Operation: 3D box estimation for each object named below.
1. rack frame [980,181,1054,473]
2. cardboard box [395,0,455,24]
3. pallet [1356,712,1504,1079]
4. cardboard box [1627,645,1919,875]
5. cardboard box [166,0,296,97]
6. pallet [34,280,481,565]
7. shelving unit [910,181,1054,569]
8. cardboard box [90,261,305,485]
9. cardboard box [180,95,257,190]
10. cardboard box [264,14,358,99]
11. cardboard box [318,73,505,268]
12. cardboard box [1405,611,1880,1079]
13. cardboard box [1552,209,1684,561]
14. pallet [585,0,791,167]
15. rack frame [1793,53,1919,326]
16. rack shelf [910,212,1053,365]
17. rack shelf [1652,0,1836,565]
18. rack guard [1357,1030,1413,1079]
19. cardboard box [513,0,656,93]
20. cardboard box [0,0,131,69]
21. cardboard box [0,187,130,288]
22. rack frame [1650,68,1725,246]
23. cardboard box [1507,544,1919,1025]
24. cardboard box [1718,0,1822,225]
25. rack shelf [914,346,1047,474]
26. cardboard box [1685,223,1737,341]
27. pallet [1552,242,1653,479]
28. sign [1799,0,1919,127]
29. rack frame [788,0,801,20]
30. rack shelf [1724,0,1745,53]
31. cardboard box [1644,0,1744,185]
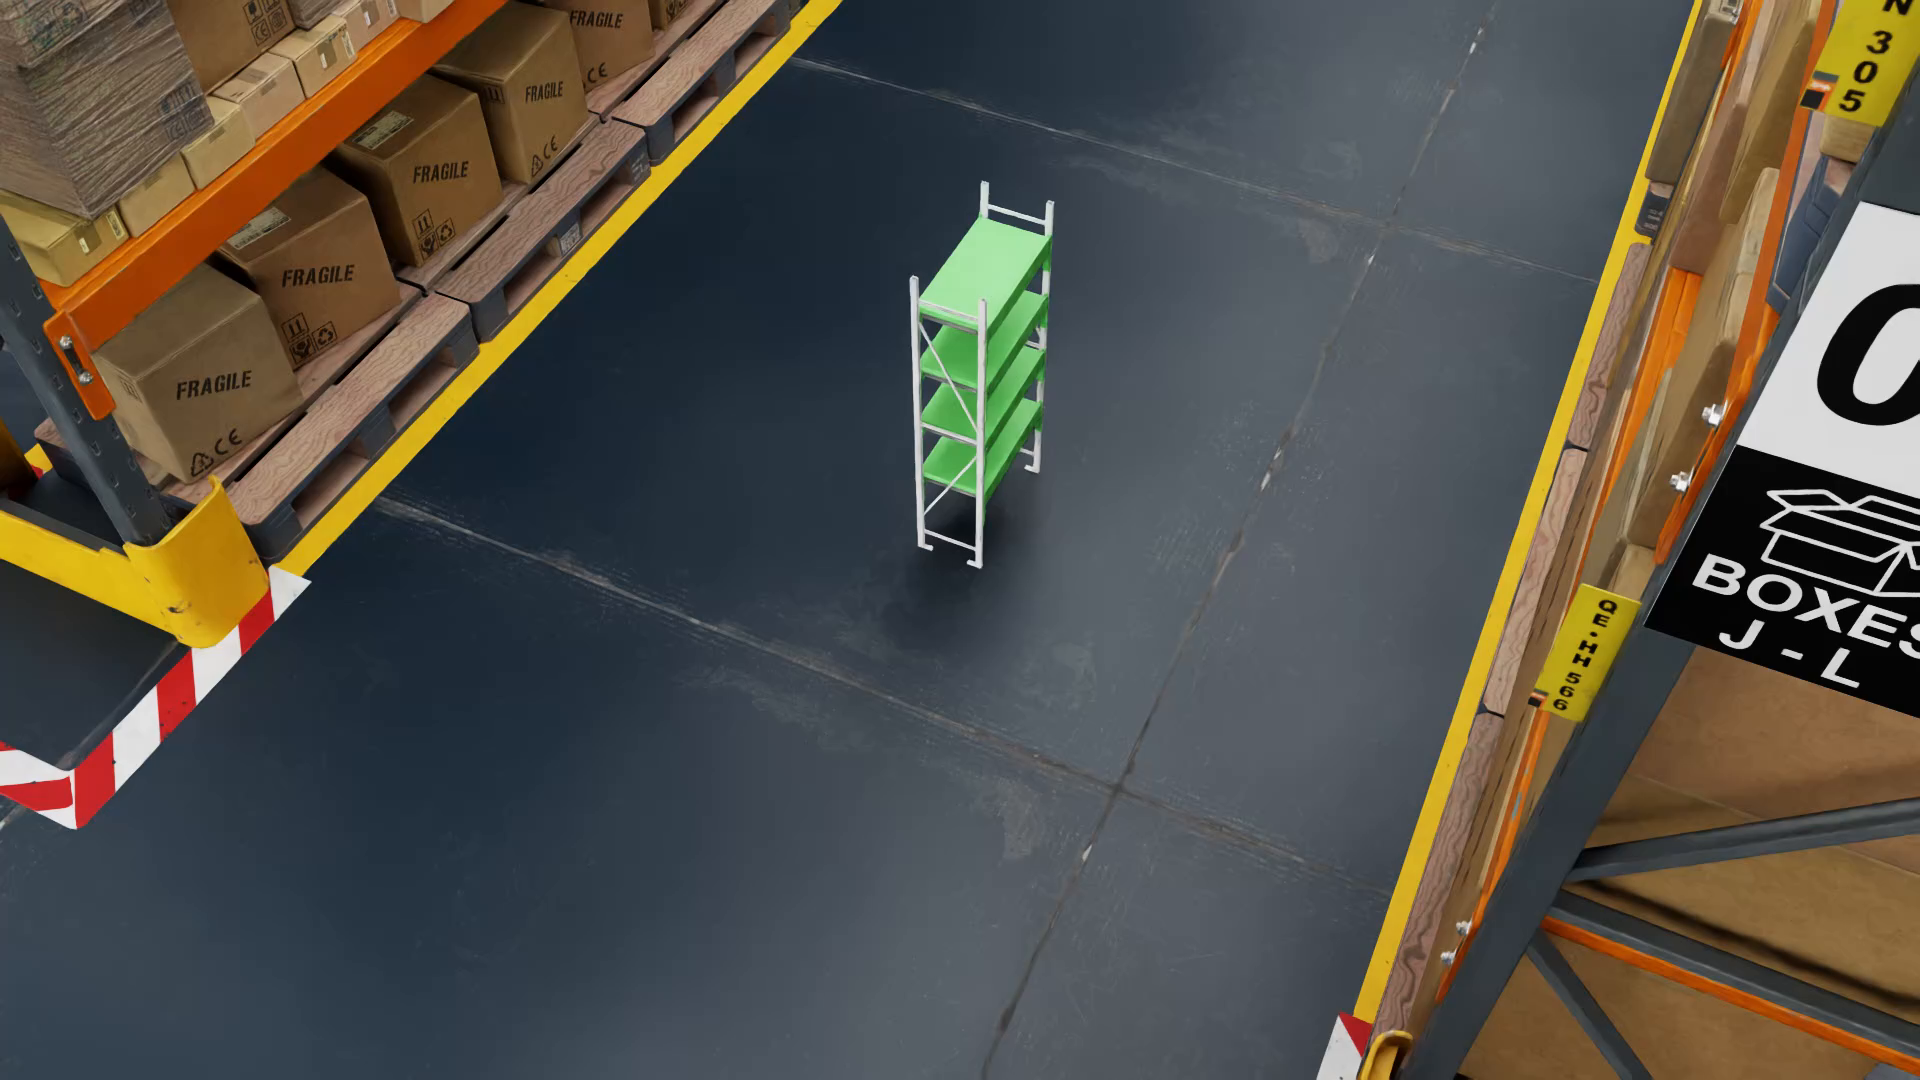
[{"bbox_3d":[0.175,-0.671,5.533,0.240,1.200,0.015,20,52,16],"label":"rack frame"},{"bbox_3d":[-1.877,-1.894,5.557,0.380,0.149,0.250,20,52,16],"label":"cardboard box"},{"bbox_3d":[1.769,1.155,4.628,1.003,0.211,1.213,20,52,16],"label":"pallet"},{"bbox_3d":[1.692,0.186,2.814,0.875,0.550,0.550,20,52,16],"label":"cardboard box"},{"bbox_3d":[-2.578,-1.738,4.998,0.875,0.500,0.500,20,52,16],"label":"cardboard box"},{"bbox_3d":[-2.531,-0.552,6.081,1.003,0.211,1.213,20,52,16],"label":"pallet"},{"bbox_3d":[0.071,-0.503,5.390,0.258,1.200,0.503,20,52,16],"label":"shelving unit"},{"bbox_3d":[-2.661,-0.606,5.662,0.500,0.500,0.500,29,55,22],"label":"cardboard box"},{"bbox_3d":[-2.361,-1.226,4.989,0.380,0.149,0.250,20,52,16],"label":"cardboard box"},{"bbox_3d":[-2.160,-1.575,5.285,0.380,0.149,0.250,20,52,16],"label":"cardboard box"},{"bbox_3d":[-2.152,-1.454,6.383,0.500,0.500,0.500,24,54,19],"label":"cardboard box"},{"bbox_3d":[1.729,0.892,4.141,0.875,0.875,0.875,20,53,16],"label":"cardboard box"},{"bbox_3d":[2.494,-0.342,5.191,0.875,0.875,0.875,20,53,16],"label":"cardboard box"},{"bbox_3d":[-1.489,-2.232,7.511,1.003,0.211,1.213,20,52,16],"label":"pallet"},{"bbox_3d":[1.499,-1.116,0.791,1.000,3.000,0.127,20,52,16],"label":"rack frame"},{"bbox_3d":[0.071,-0.772,5.073,0.258,0.148,0.480,20,52,16],"label":"rack shelf"},{"bbox_3d":[2.353,-1.288,3.380,1.077,0.370,4.000,20,52,16],"label":"rack shelf"},{"bbox_3d":[1.488,1.654,4.014,1.175,0.500,0.348,20,52,16],"label":"rack guard"},{"bbox_3d":[-1.679,-2.277,7.083,0.500,0.500,0.500,36,58,27],"label":"cardboard box"},{"bbox_3d":[-2.461,-1.598,4.223,0.500,0.500,0.500,20,52,16],"label":"cardboard box"},{"bbox_3d":[-2.605,-0.893,4.705,0.380,0.149,0.250,20,52,16],"label":"cardboard box"},{"bbox_3d":[3.207,-1.927,5.420,1.000,3.000,0.127,20,52,16],"label":"rack frame"},{"bbox_3d":[1.616,0.509,3.249,0.875,0.550,0.550,20,52,16],"label":"cardboard box"},{"bbox_3d":[2.315,-0.971,3.799,0.875,0.550,0.500,20,52,16],"label":"cardboard box"},{"bbox_3d":[0.071,-0.461,5.439,0.258,0.148,0.480,20,52,16],"label":"rack shelf"},{"bbox_3d":[2.373,-0.600,4.193,0.875,0.550,0.500,20,52,16],"label":"cardboard box"},{"bbox_3d":[2.812,-0.525,6.058,1.003,0.211,1.213,20,52,16],"label":"pallet"},{"bbox_3d":[1.014,-0.592,1.785,0.100,0.325,0.005,20,52,16],"label":"sign"},{"bbox_3d":[-1.234,-3.610,6.852,1.000,3.000,0.127,20,52,16],"label":"rack frame"},{"bbox_3d":[4.062,-3.071,6.866,1.077,0.370,4.000,20,52,16],"label":"rack shelf"},{"bbox_3d":[3.391,-1.790,6.505,1.050,0.750,0.750,20,52,16],"label":"cardboard box"}]
